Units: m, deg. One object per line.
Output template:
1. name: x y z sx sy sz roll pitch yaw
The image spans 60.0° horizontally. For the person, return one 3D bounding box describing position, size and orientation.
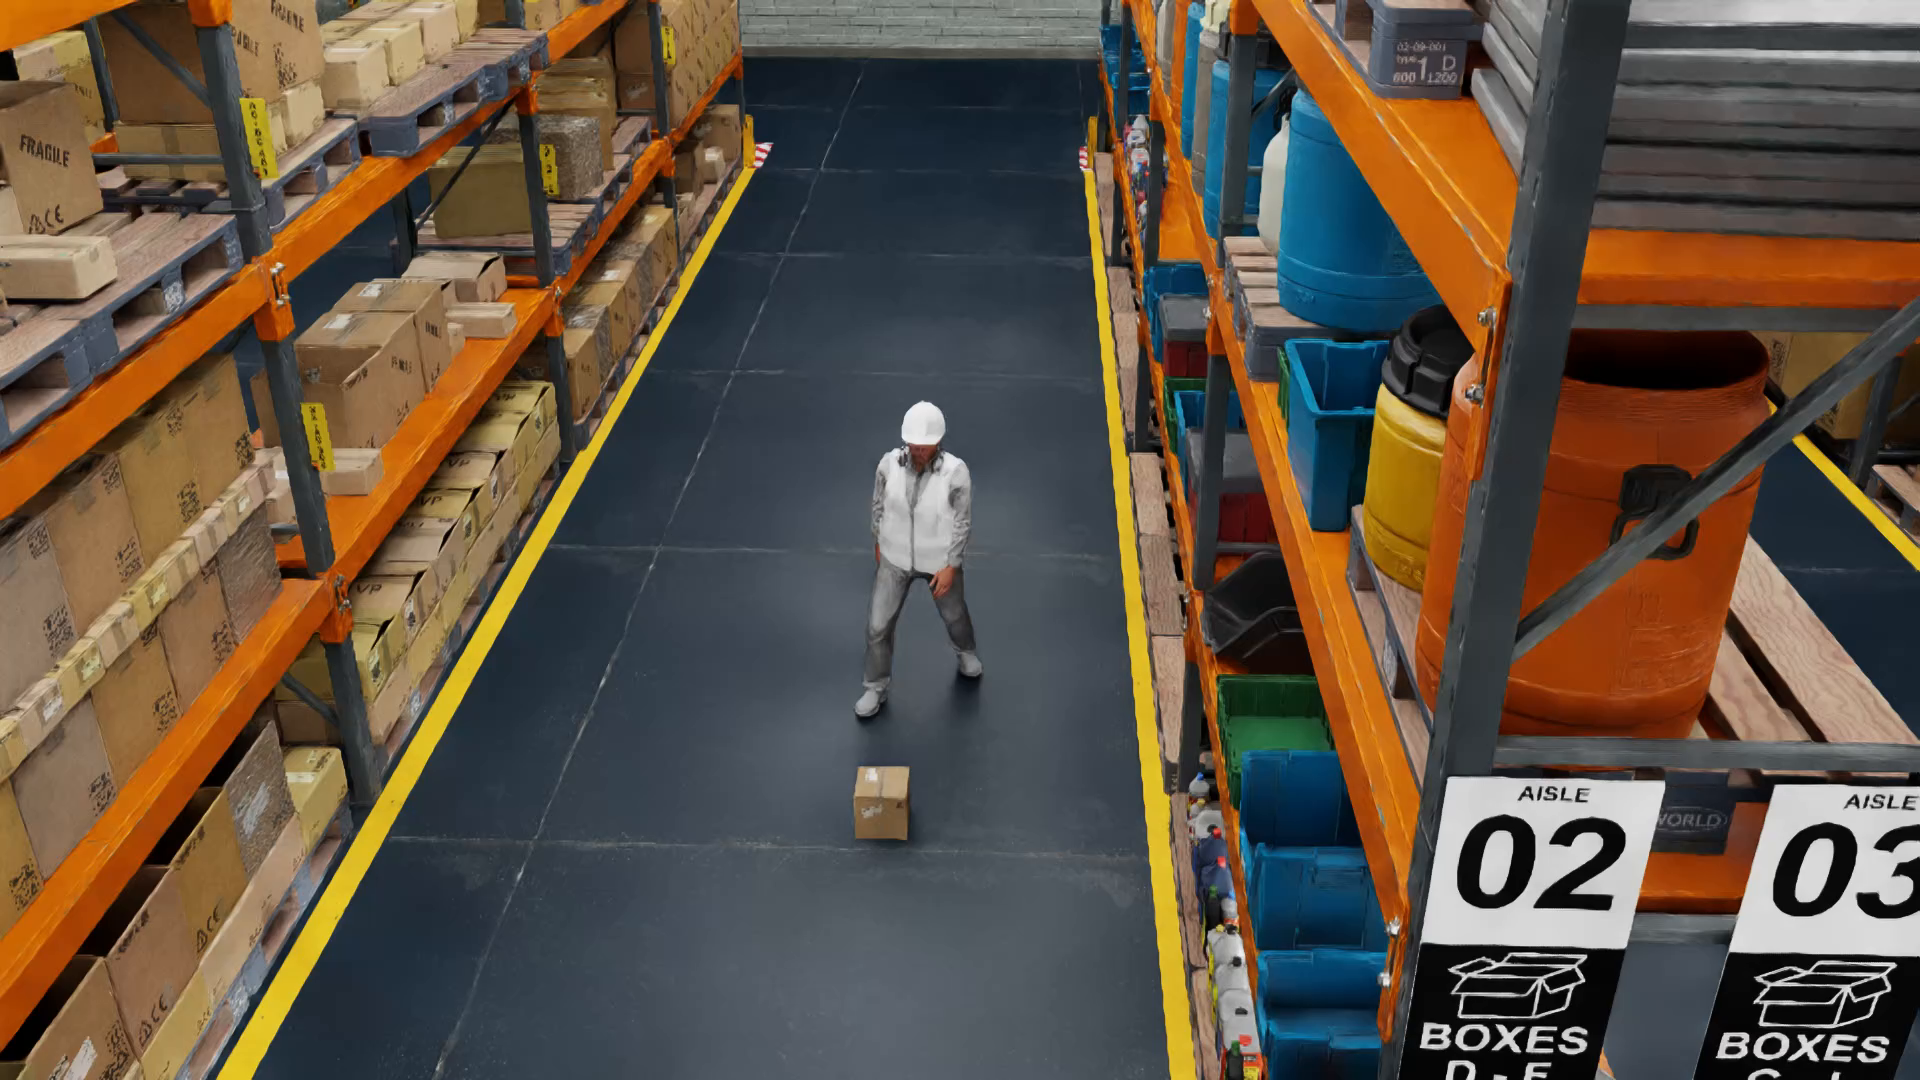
1. person: -0.208 0.055 8.758 0.594 1.735 0.802 6 28 11
